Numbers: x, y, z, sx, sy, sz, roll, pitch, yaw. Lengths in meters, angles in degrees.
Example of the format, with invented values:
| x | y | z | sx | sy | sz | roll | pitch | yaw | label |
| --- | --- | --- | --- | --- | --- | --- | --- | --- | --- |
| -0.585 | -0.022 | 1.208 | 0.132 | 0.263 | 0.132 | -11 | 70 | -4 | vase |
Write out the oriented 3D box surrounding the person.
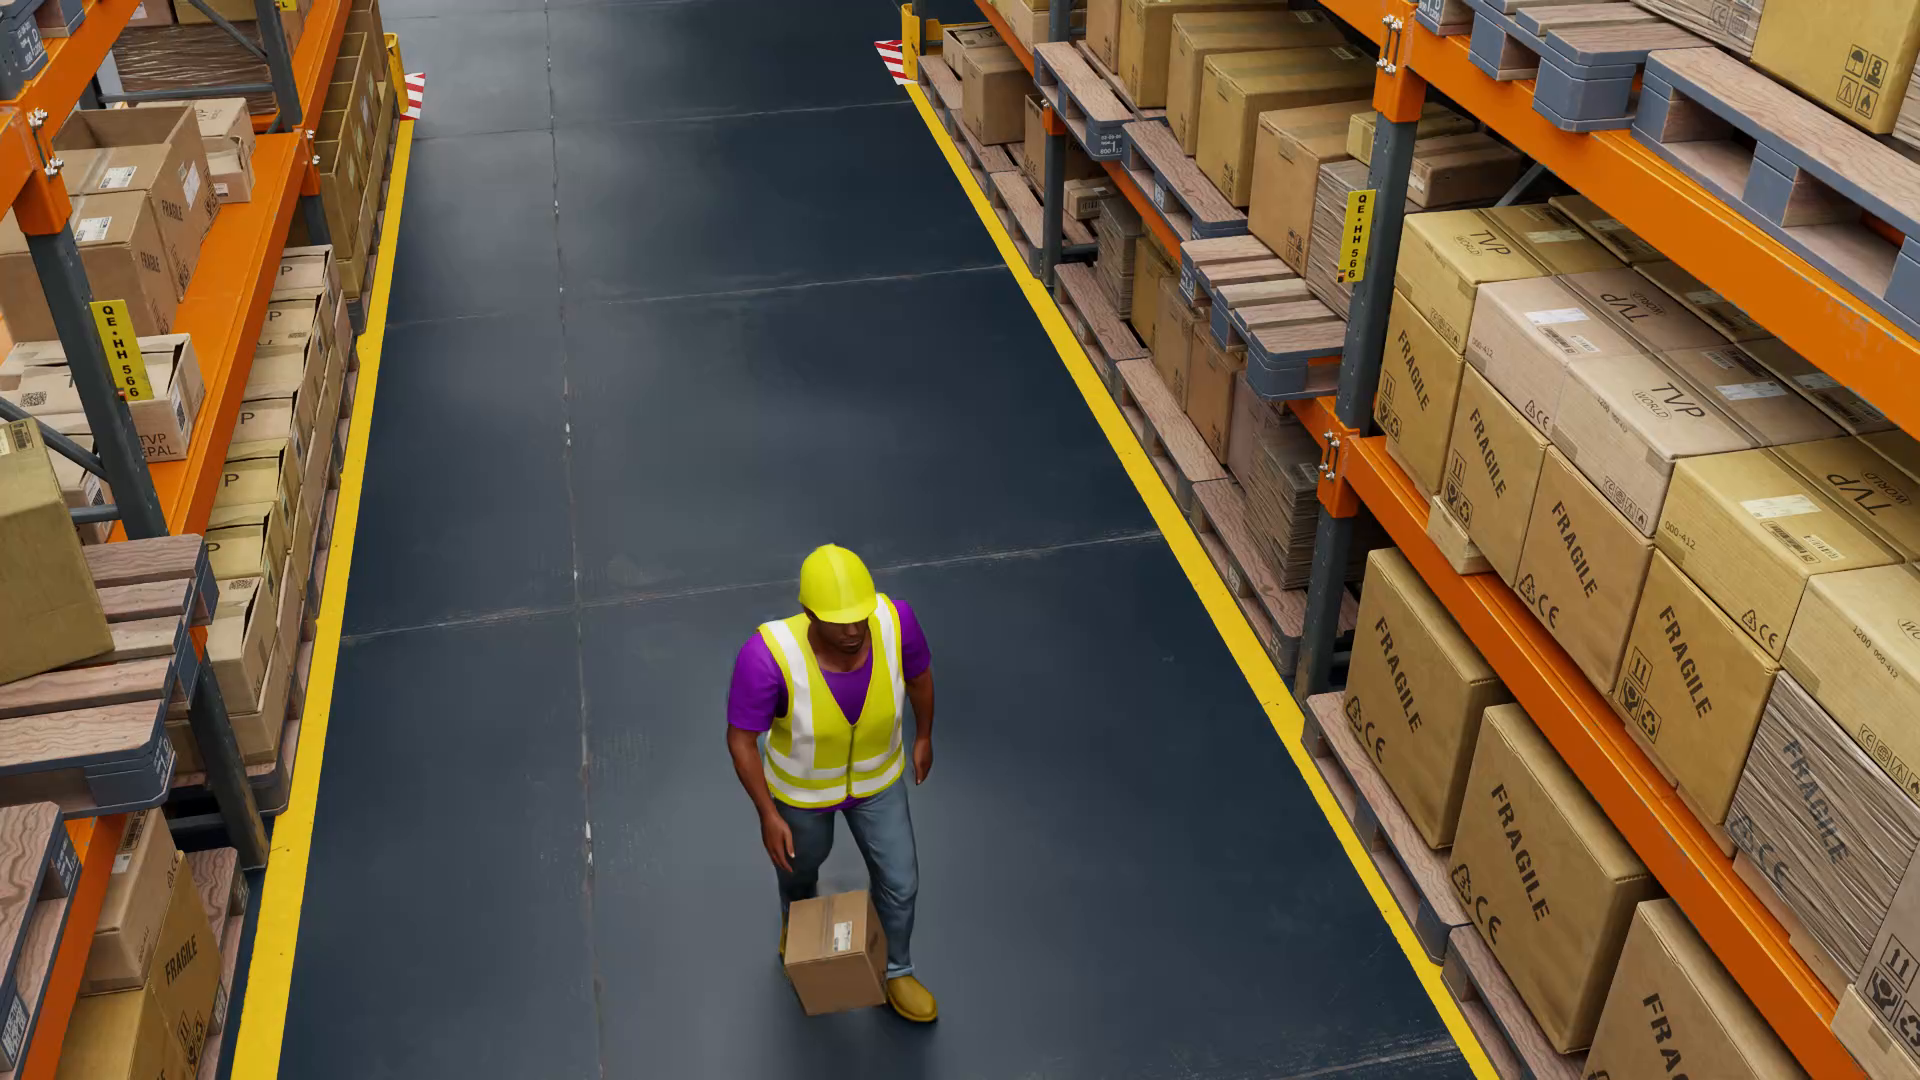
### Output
| x | y | z | sx | sy | sz | roll | pitch | yaw | label |
| --- | --- | --- | --- | --- | --- | --- | --- | --- | --- |
| -0.376 | 0.710 | 5.084 | 0.670 | 1.747 | 0.688 | -12 | 36 | -17 | person |
